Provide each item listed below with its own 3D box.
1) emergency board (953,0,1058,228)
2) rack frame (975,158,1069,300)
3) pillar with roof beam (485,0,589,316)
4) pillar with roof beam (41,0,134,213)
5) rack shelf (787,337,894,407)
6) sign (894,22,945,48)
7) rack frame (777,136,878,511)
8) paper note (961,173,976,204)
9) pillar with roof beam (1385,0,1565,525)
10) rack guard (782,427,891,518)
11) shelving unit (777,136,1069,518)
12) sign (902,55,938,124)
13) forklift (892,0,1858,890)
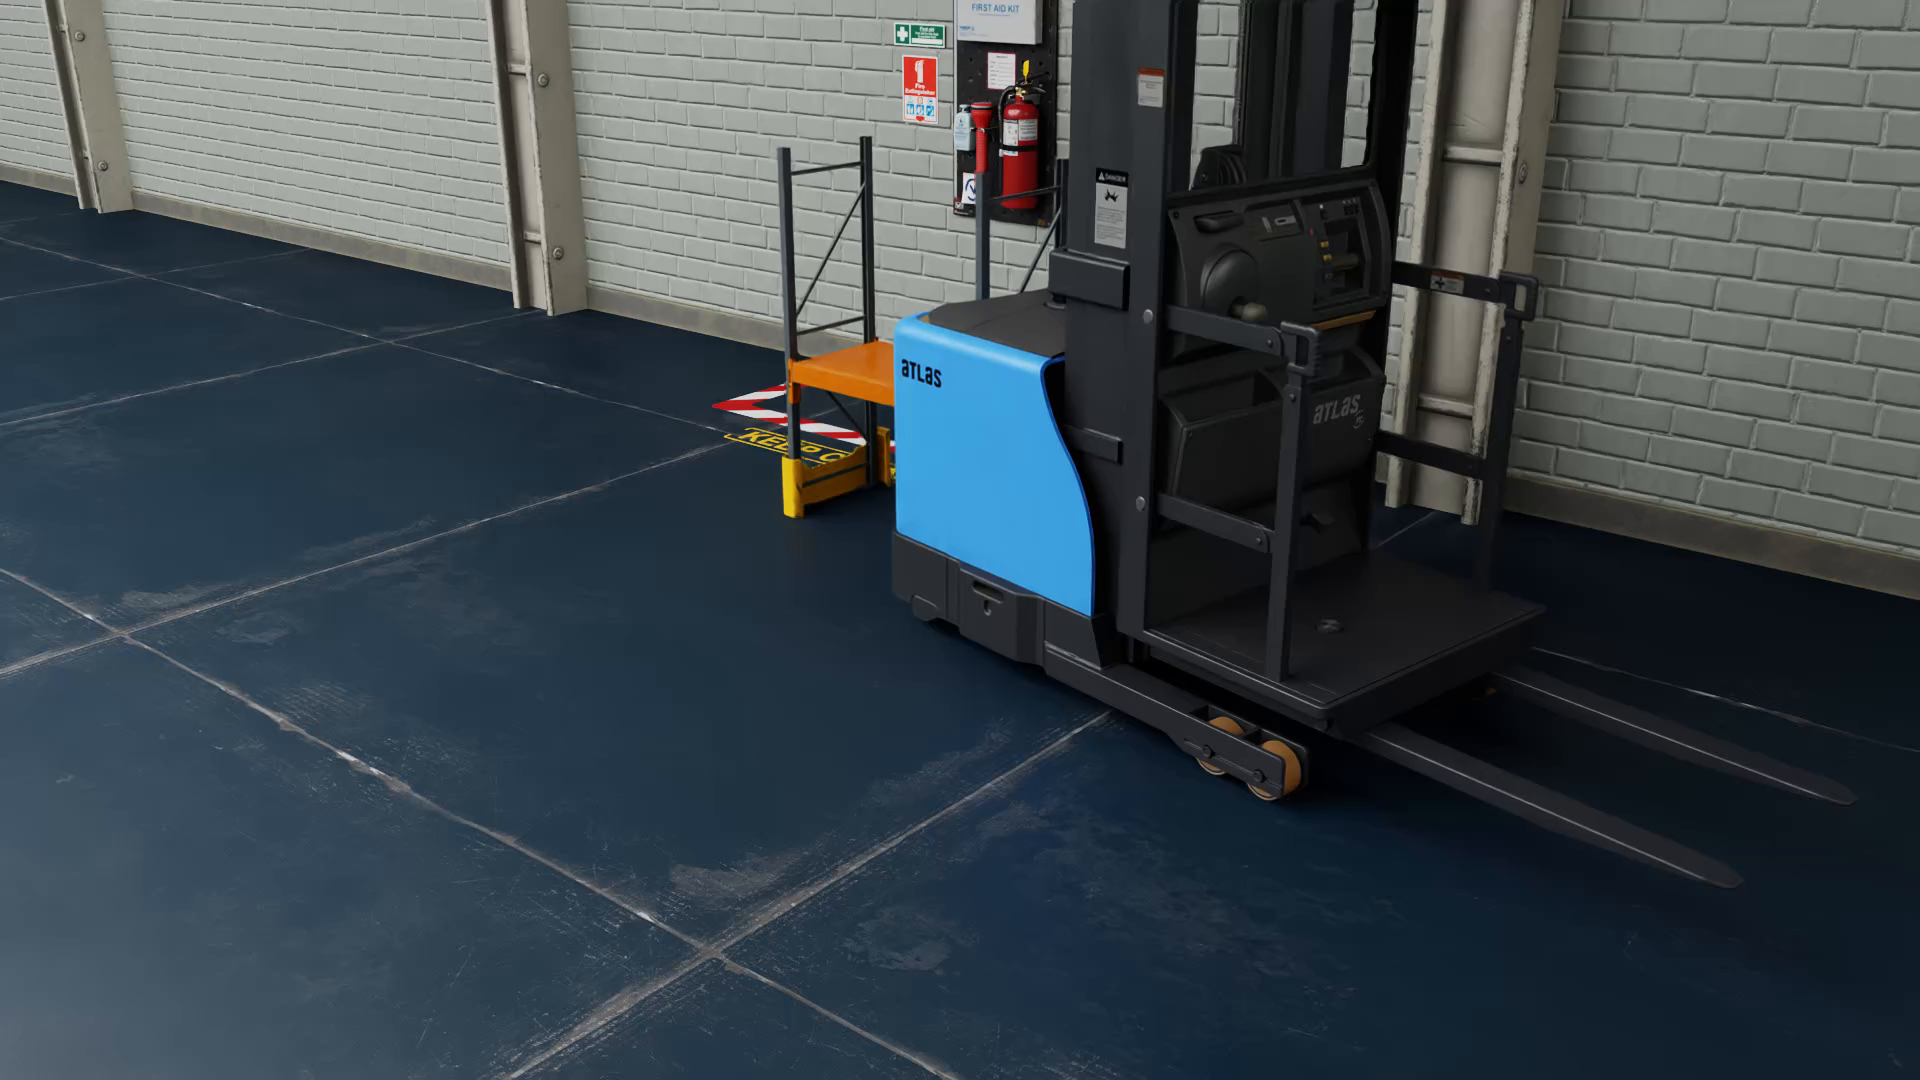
[{"bbox_3d":[0.161,-2.110,8.013,0.643,1.169,0.194,16,26,36],"label":"emergency board"},{"bbox_3d":[0.231,-0.648,6.262,0.032,1.500,0.500,17,27,38],"label":"rack frame"},{"bbox_3d":[-5.319,-4.517,5.894,0.400,9.000,9.100,16,26,36],"label":"pillar with roof beam"},{"bbox_3d":[-9.968,-5.856,9.443,0.400,9.000,9.100,16,26,36],"label":"pillar with roof beam"},{"bbox_3d":[-0.152,-0.598,6.638,1.000,0.185,0.538,17,27,38],"label":"rack shelf"},{"bbox_3d":[-0.205,-2.523,8.306,0.331,0.109,0.001,16,26,36],"label":"sign"},{"bbox_3d":[-0.535,-0.884,6.887,0.032,1.500,0.500,17,27,38],"label":"rack frame"},{"bbox_3d":[0.067,-1.756,8.323,0.142,0.148,0.016,16,26,36],"label":"paper note"},{"bbox_3d":[-0.671,-3.179,2.344,0.400,9.000,9.100,16,26,36],"label":"pillar with roof beam"},{"bbox_3d":[-0.521,-0.295,7.096,0.087,0.250,0.587,17,27,38],"label":"rack guard"},{"bbox_3d":[-0.146,-0.764,6.569,1.083,1.500,0.587,17,27,38],"label":"shelving unit"},{"bbox_3d":[-0.203,-2.278,8.408,0.234,0.329,0.001,16,26,36],"label":"sign"},{"bbox_3d":[1.088,-0.834,4.726,1.130,2.935,3.031,-16,26,-37],"label":"forklift"}]
